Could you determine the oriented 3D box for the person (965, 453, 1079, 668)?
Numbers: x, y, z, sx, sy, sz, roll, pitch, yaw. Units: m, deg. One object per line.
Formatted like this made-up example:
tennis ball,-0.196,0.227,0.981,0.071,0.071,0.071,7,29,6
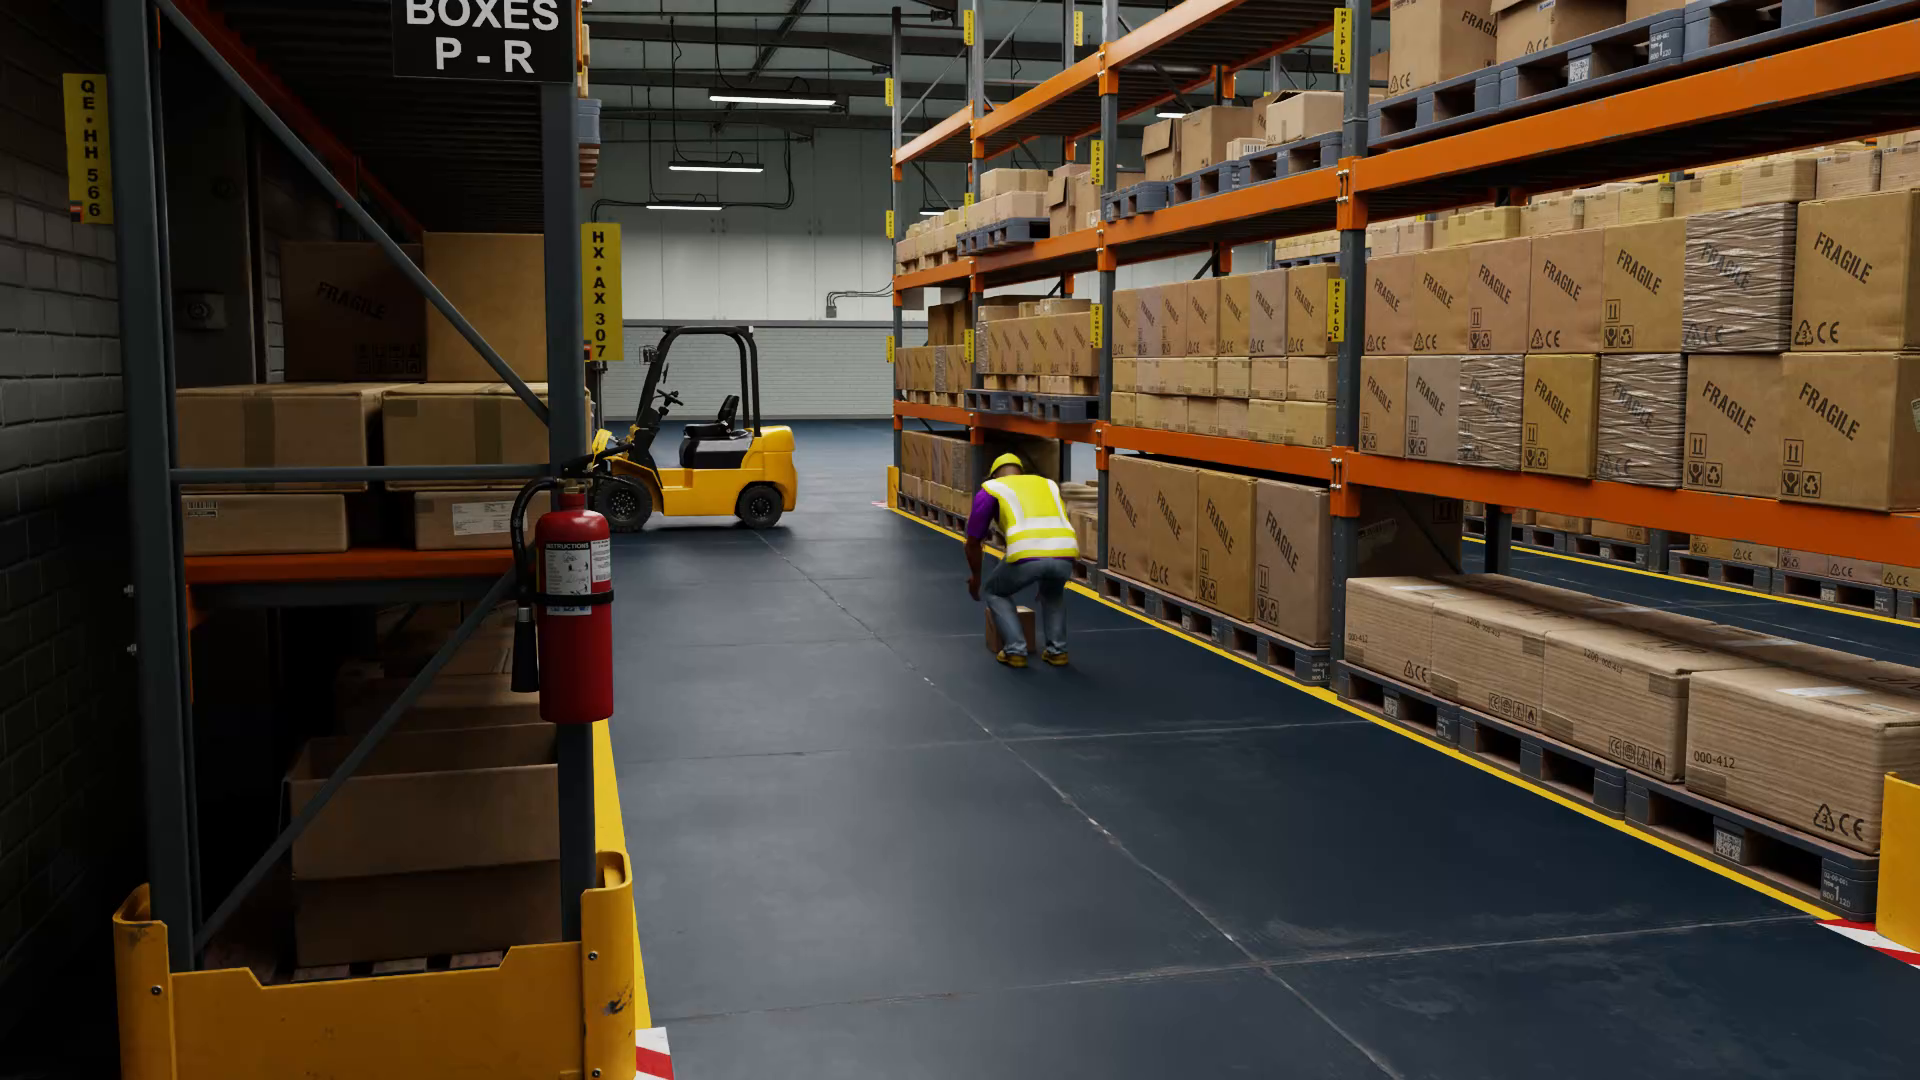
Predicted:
person,0.366,0.113,9.853,0.622,1.224,0.838,-1,6,-14
